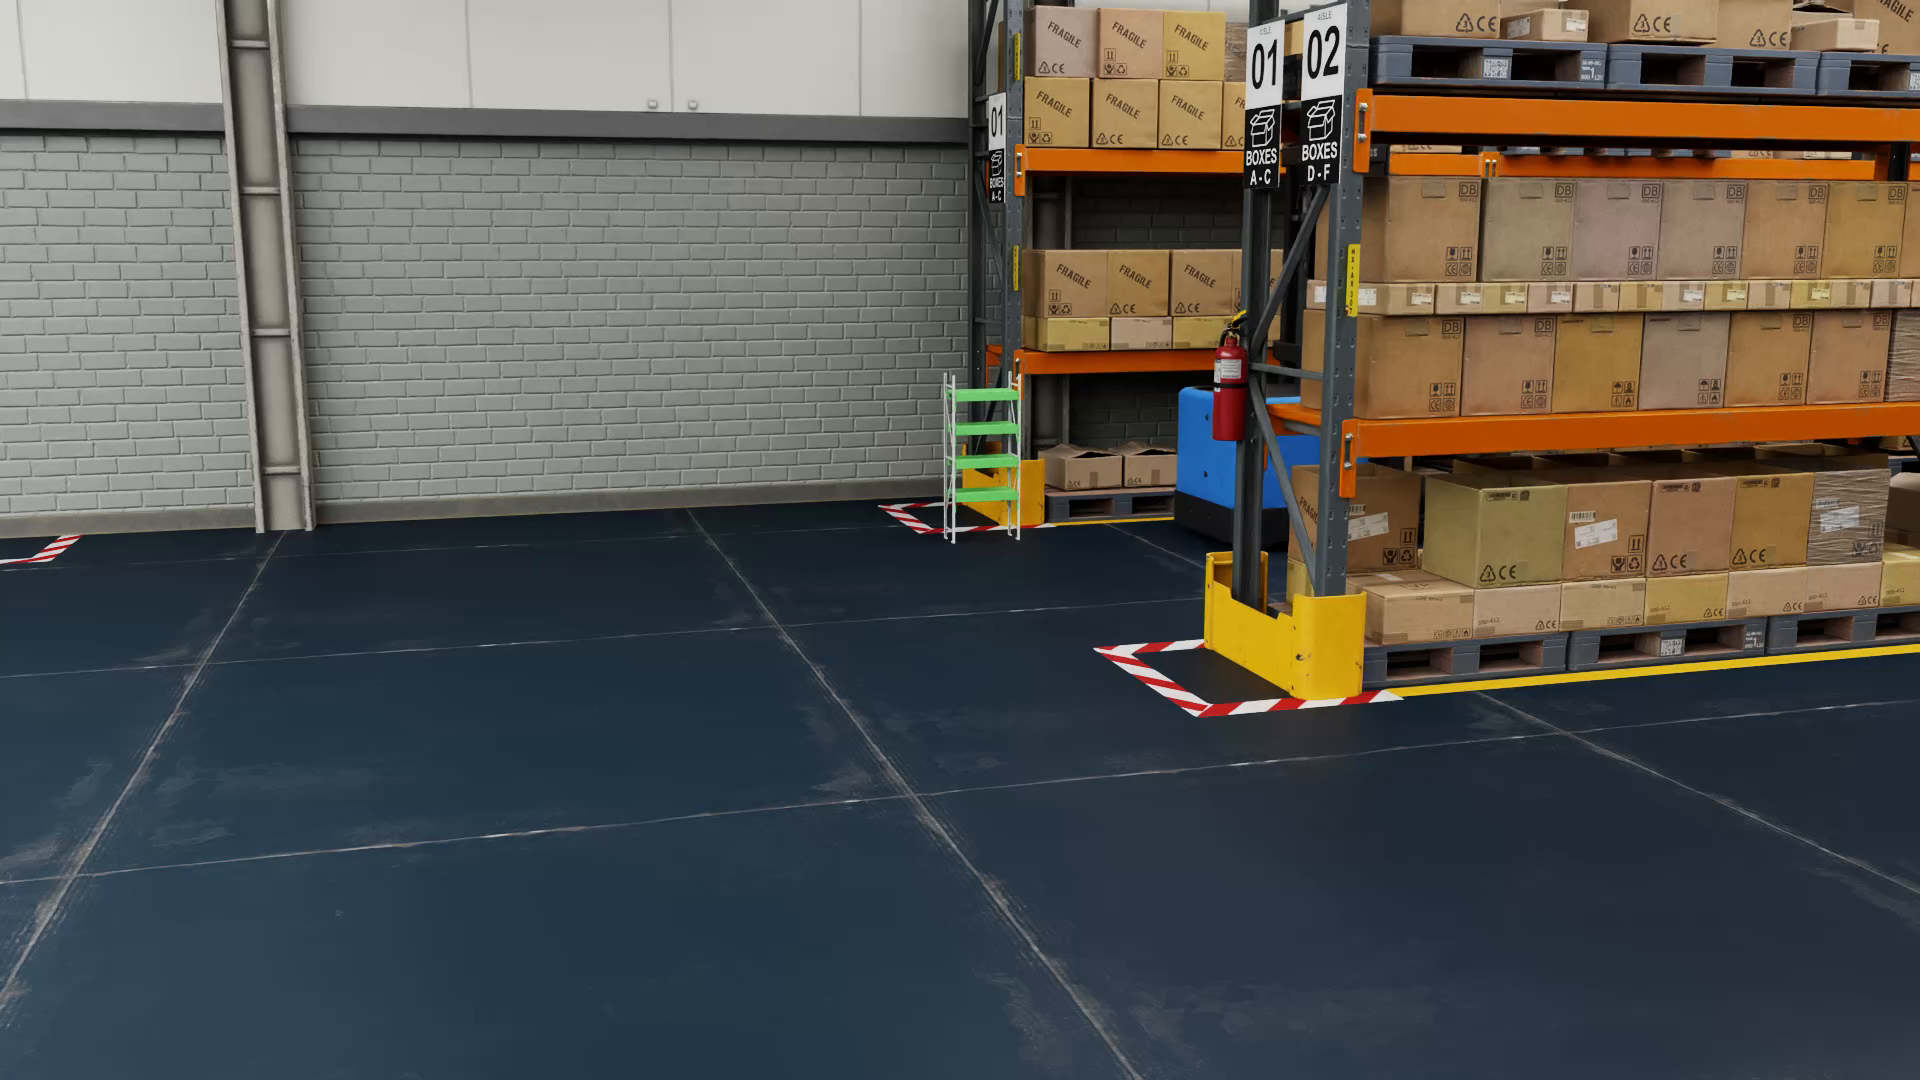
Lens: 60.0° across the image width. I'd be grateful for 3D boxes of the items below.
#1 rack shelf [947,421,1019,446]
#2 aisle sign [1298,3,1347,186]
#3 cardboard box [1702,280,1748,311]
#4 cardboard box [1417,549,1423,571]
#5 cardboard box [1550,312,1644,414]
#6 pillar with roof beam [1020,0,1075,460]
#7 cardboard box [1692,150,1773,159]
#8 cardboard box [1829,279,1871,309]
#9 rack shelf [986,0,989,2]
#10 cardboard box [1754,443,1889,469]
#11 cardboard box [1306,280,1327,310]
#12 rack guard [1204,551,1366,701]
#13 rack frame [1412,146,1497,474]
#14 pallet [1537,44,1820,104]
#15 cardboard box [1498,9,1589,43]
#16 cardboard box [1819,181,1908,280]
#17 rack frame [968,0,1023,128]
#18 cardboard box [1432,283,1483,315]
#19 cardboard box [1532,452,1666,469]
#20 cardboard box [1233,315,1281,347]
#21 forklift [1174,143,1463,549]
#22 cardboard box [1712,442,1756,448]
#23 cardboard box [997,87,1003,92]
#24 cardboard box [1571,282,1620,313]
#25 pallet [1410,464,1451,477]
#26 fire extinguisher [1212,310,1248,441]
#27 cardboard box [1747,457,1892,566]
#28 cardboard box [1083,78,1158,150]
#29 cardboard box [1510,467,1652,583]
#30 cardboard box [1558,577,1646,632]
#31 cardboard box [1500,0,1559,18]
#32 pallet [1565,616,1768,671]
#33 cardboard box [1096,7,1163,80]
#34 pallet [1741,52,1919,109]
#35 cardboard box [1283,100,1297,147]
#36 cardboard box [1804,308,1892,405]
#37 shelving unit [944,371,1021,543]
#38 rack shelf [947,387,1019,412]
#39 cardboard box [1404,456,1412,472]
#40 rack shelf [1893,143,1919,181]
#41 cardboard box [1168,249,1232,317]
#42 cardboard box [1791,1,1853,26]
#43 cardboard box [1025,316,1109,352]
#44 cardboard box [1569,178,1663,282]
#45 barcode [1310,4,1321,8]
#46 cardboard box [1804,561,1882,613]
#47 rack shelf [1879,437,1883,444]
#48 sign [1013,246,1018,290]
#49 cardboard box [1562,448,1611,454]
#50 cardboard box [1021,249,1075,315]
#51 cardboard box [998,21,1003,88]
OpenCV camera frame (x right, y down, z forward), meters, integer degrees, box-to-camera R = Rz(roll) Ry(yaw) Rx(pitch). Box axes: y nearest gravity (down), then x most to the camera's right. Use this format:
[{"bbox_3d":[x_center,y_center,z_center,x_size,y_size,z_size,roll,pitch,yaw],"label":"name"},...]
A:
[{"bbox_3d":[0.159,-0.772,11.951,0.480,0.148,0.258,-3,11,-16],"label":"rack shelf"},{"bbox_3d":[1.670,-2.043,7.677,0.004,0.787,0.394,-3,11,-16],"label":"aisle sign"},{"bbox_3d":[3.814,-1.262,8.551,0.250,0.149,0.380,-3,11,-14],"label":"cardboard box"},{"bbox_3d":[2.557,0.219,9.006,0.500,0.250,0.500,-3,11,-16],"label":"cardboard box"},{"bbox_3d":[3.081,-0.943,8.607,0.500,0.500,0.700,-3,11,-16],"label":"cardboard box"},{"bbox_3d":[1.893,-4.070,9.297,0.400,9.000,9.100,-3,11,-16],"label":"pillar with roof beam"},{"bbox_3d":[6.670,-3.573,14.544,0.637,0.503,0.797,-1,11,-8],"label":"cardboard box"},{"bbox_3d":[4.547,-1.301,8.761,0.250,0.149,0.380,-3,11,-16],"label":"cardboard box"},{"bbox_3d":[2.180,-4.378,12.968,4.000,0.370,1.077,-3,11,-16],"label":"rack shelf"},{"bbox_3d":[4.956,-0.277,9.630,0.500,0.500,0.500,-3,11,-16],"label":"cardboard box"},{"bbox_3d":[1.962,-1.241,8.437,0.250,0.149,0.380,-3,11,-17],"label":"cardboard box"},{"bbox_3d":[1.625,0.410,8.439,0.348,0.500,1.175,-3,11,-16],"label":"rack guard"},{"bbox_3d":[4.100,-1.884,13.996,0.127,3.000,1.000,-3,11,-16],"label":"rack frame"},{"bbox_3d":[3.508,-2.346,8.465,1.213,0.211,1.003,-3,11,-16],"label":"pallet"},{"bbox_3d":[2.827,-2.477,8.077,0.250,0.149,0.380,-3,11,-16],"label":"cardboard box"},{"bbox_3d":[4.579,-1.661,8.925,0.500,0.500,0.700,-3,11,-16],"label":"cardboard box"},{"bbox_3d":[0.260,-4.632,12.353,0.127,3.000,1.000,-3,11,-16],"label":"rack frame"},{"bbox_3d":[2.338,-1.185,8.132,0.250,0.149,0.380,-3,11,-17],"label":"cardboard box"},{"bbox_3d":[3.516,-0.201,9.216,0.500,0.500,0.500,-3,11,-16],"label":"cardboard box"},{"bbox_3d":[2.288,-1.666,13.170,0.500,0.250,0.500,-3,11,-15],"label":"cardboard box"},{"bbox_3d":[3.168,-1.510,12.152,3.031,2.935,1.130,-3,11,-17],"label":"forklift"},{"bbox_3d":[6.737,-1.022,15.003,0.500,0.500,0.700,-3,11,-16],"label":"cardboard box"},{"bbox_3d":[0.590,-3.281,12.968,0.500,0.500,0.500,-2,11,-12],"label":"cardboard box"},{"bbox_3d":[3.076,-1.224,8.342,0.250,0.149,0.380,-3,11,-18],"label":"cardboard box"},{"bbox_3d":[3.465,-0.473,14.030,1.213,0.211,1.003,-3,11,-16],"label":"pallet"},{"bbox_3d":[1.405,-0.857,8.633,0.183,0.674,0.296,-3,11,-16],"label":"fire extinguisher"},{"bbox_3d":[4.621,-0.161,9.002,0.500,0.500,0.500,-3,11,-16],"label":"cardboard box"},{"bbox_3d":[1.176,-3.210,12.584,0.500,0.500,0.500,-2,11,-12],"label":"cardboard box"},{"bbox_3d":[3.181,-0.085,8.589,0.500,0.500,0.500,-3,11,-16],"label":"cardboard box"},{"bbox_3d":[3.184,0.285,8.646,0.500,0.250,0.500,-3,11,-16],"label":"cardboard box"},{"bbox_3d":[2.680,-2.602,8.477,0.500,0.250,0.500,-3,11,-16],"label":"cardboard box"},{"bbox_3d":[3.540,0.444,9.054,1.213,0.211,1.003,-3,11,-16],"label":"pallet"},{"bbox_3d":[1.193,-3.701,12.490,0.500,0.500,0.500,-3,11,-17],"label":"cardboard box"},{"bbox_3d":[4.677,-2.407,8.797,1.213,0.211,1.003,-3,11,-16],"label":"pallet"},{"bbox_3d":[2.674,-3.292,13.026,0.500,0.500,0.500,-3,11,-18],"label":"cardboard box"},{"bbox_3d":[4.560,-1.021,9.031,0.500,0.500,0.700,-3,11,-17],"label":"cardboard box"},{"bbox_3d":[0.159,-0.598,11.983,0.503,1.200,0.258,-3,11,-16],"label":"shelving unit"},{"bbox_3d":[0.159,-1.008,11.908,0.480,0.148,0.258,-3,11,-16],"label":"rack shelf"},{"bbox_3d":[3.595,-0.675,14.037,0.250,0.166,0.380,-5,11,-23],"label":"cardboard box"},{"bbox_3d":[7.409,-2.246,9.663,4.000,0.370,1.077,-3,11,-16],"label":"rack shelf"},{"bbox_3d":[1.777,-2.007,12.950,0.500,0.500,0.500,-3,11,-18],"label":"cardboard box"},{"bbox_3d":[4.413,-2.723,8.967,0.500,0.311,0.500,-4,11,-19],"label":"cardboard box"},{"bbox_3d":[0.817,-1.587,12.742,0.500,0.250,0.500,-3,11,-18],"label":"cardboard box"},{"bbox_3d":[3.138,-1.585,8.513,0.500,0.500,0.700,-3,11,-16],"label":"cardboard box"},{"bbox_3d":[1.803,-2.681,8.434,0.075,0.075,0.001,-3,11,-16],"label":"barcode"},{"bbox_3d":[4.622,0.208,9.068,0.500,0.250,0.500,-3,11,-16],"label":"cardboard box"},{"bbox_3d":[7.409,-0.771,9.934,4.000,0.370,1.077,-3,11,-16],"label":"rack shelf"},{"bbox_3d":[0.412,-2.013,12.306,0.005,0.325,0.100,-3,11,-16],"label":"sign"},{"bbox_3d":[5.285,-0.946,14.590,0.500,0.500,0.700,-3,11,-17],"label":"cardboard box"},{"bbox_3d":[0.653,-2.047,13.171,0.500,0.500,0.500,-3,11,-17],"label":"cardboard box"},{"bbox_3d":[0.601,-3.775,12.889,0.500,0.500,0.500,-3,11,-13],"label":"cardboard box"}]
